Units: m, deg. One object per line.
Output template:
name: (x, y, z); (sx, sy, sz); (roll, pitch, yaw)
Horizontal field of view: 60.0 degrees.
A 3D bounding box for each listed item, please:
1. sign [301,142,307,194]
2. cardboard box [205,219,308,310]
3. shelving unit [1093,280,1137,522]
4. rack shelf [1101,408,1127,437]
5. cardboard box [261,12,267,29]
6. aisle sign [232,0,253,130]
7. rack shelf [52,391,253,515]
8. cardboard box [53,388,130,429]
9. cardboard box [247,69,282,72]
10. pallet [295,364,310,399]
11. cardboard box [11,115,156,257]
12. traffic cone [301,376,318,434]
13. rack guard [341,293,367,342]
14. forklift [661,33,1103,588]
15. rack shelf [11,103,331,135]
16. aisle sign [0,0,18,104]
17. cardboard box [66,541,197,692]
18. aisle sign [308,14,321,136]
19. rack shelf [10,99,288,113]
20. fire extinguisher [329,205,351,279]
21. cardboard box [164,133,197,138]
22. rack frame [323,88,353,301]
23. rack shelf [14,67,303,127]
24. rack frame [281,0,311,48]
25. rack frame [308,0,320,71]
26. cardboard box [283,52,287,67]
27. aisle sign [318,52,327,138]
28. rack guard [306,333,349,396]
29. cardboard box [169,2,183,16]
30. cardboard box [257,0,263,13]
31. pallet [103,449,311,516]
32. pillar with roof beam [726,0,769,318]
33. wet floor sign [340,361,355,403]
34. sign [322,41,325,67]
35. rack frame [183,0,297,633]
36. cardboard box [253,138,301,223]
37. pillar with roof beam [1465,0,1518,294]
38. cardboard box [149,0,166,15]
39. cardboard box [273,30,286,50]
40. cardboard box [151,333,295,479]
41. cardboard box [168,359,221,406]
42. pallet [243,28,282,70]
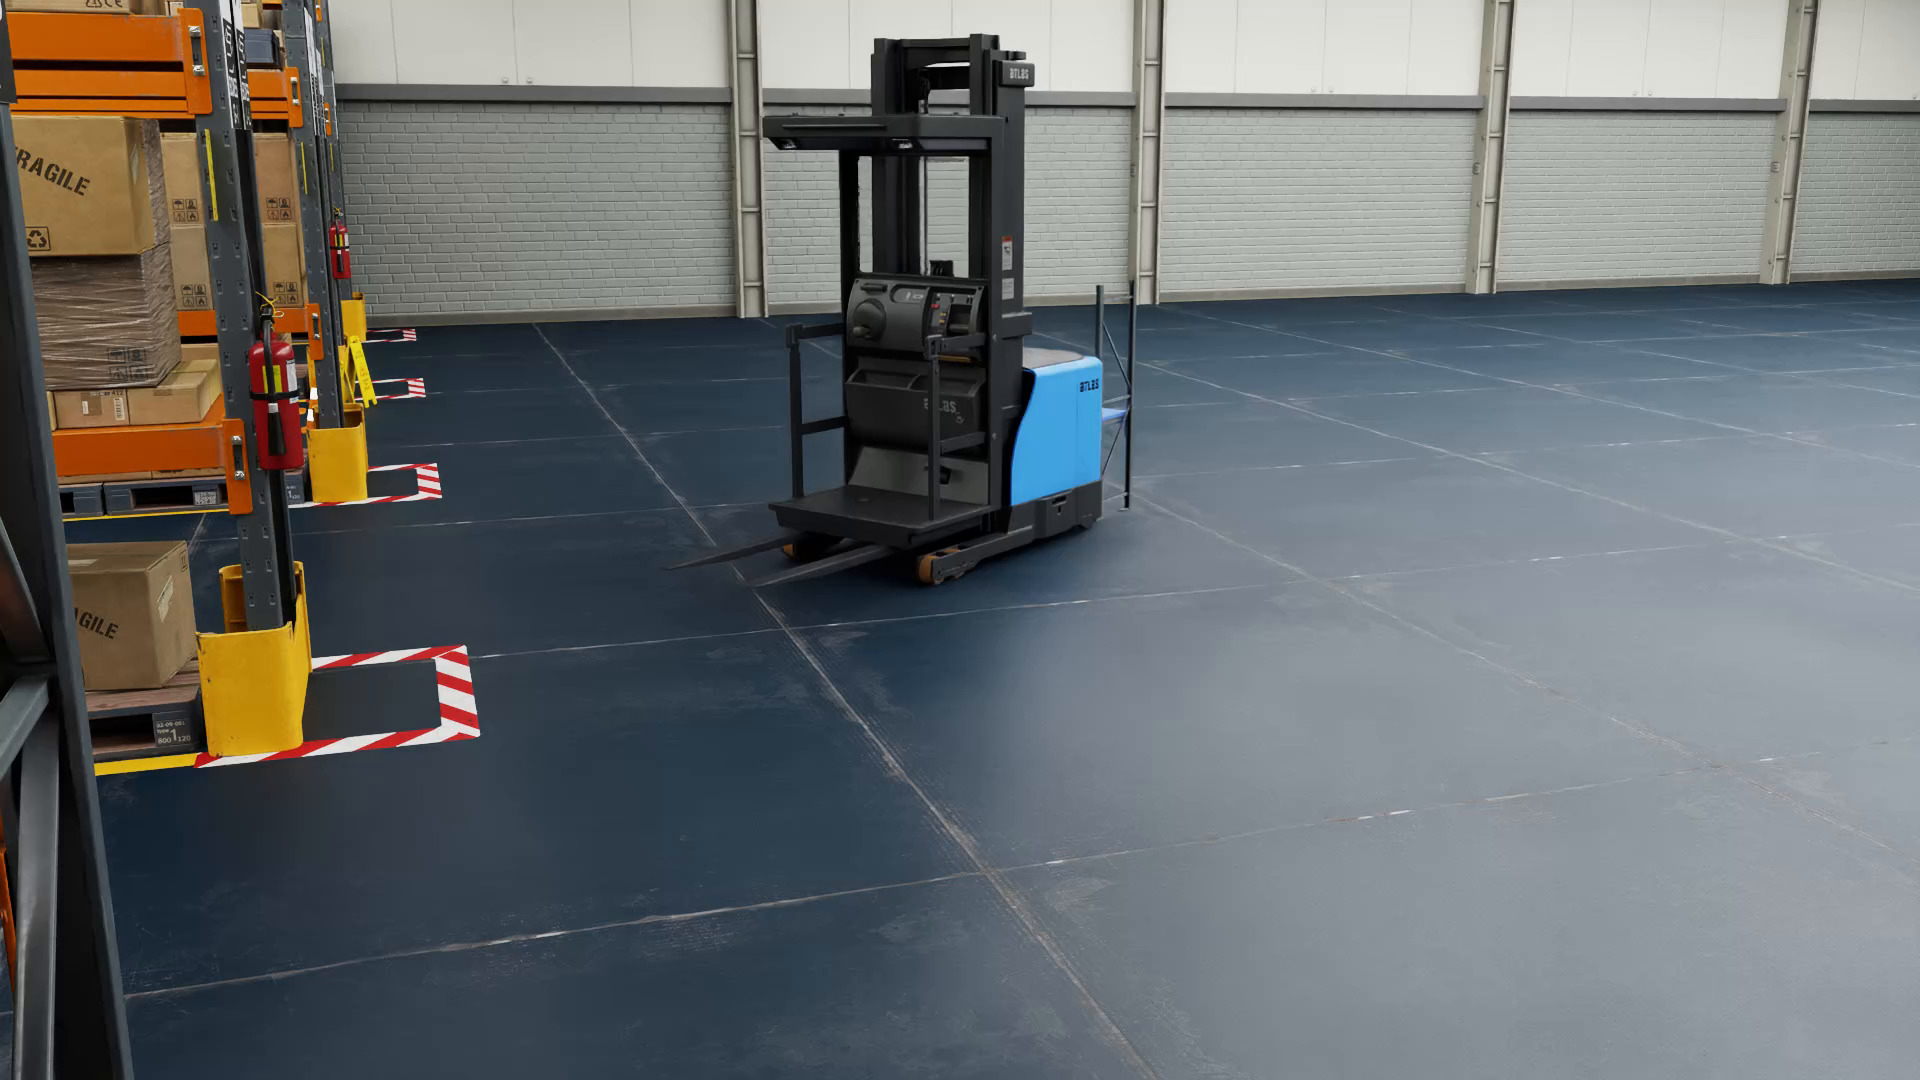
sign: (-4.232, -2.399, 10.733); (0.005, 0.325, 0.100); (-4, 14, -18)
cardboard box: (-4.729, -1.876, 11.225); (0.550, 0.550, 0.875); (-4, 14, -18)
shelving unit: (0.563, -0.958, 10.927); (1.048, 1.500, 0.538); (8, 16, 32)
rack shelf: (0.563, -0.783, 10.969); (1.000, 0.185, 0.538); (8, 16, 32)
cardboard box: (-4.819, -3.476, 11.210); (0.250, 0.149, 0.380); (-4, 14, -18)
aisle sign: (-2.943, -2.080, 6.789); (0.004, 0.787, 0.394); (-4, 14, -18)
rack shelf: (-4.801, -0.248, 6.257); (4.000, 0.370, 1.077); (-4, 14, -18)
cardboard box: (-3.347, -0.539, 6.468); (0.250, 0.149, 0.380); (-4, 14, -18)
cardboard box: (-6.465, -4.353, 15.160); (0.500, 0.250, 0.500); (-5, 14, -19)
pallet: (-6.920, -1.504, 16.011); (1.213, 0.211, 1.003); (-4, 14, -18)
cardboard box: (-3.348, -1.330, 6.234); (0.500, 0.500, 0.500); (-4, 14, -18)
traffic cone: (-5.386, -1.152, 13.984); (0.334, 0.463, 0.336); (-4, 14, -18)
rack guard: (-7.630, -2.793, 20.804); (0.348, 0.500, 1.175); (-4, 14, -18)
forklift: (-0.383, -1.305, 9.297); (1.130, 2.935, 3.031); (10, 16, 35)
rack shelf: (-9.549, -4.969, 19.623); (4.000, 0.370, 1.077); (-4, 14, -18)
aisle sign: (-1.351, -0.993, 2.219); (0.004, 0.787, 0.394); (-4, 14, -18)
cardboard box: (-3.503, 0.309, 6.857); (0.500, 0.500, 0.500); (-2, 14, -8)
aisle sign: (-4.420, -3.176, 11.397); (0.004, 0.787, 0.394); (-4, 14, -18)
rack shelf: (-7.962, -3.881, 15.047); (4.000, 0.370, 1.077); (-4, 14, -18)
fire extinguisher: (-5.811, -2.789, 15.551); (0.183, 0.674, 0.296); (-4, 14, -18)
cardboard box: (-6.963, -3.477, 15.260); (0.500, 0.500, 0.700); (-4, 14, -18)
rack frame: (-7.653, -4.007, 20.507); (0.127, 3.000, 1.000); (-4, 14, -18)
rack shelf: (-6.287, -2.802, 10.515); (4.000, 0.370, 1.077); (-4, 14, -18)
rack frame: (-4.392, -4.759, 10.705); (0.127, 3.000, 1.000); (-4, 14, -18)
rack frame: (-6.066, -5.837, 15.238); (0.127, 3.000, 1.000); (-4, 14, -18)
cardboard box: (-7.995, -5.682, 19.726); (0.500, 0.500, 0.500); (-4, 14, -16)
aisle sign: (-6.107, -4.256, 15.936); (0.004, 0.787, 0.394); (-4, 14, -18)
rack guard: (-6.138, -1.697, 16.197); (0.348, 0.500, 1.175); (-4, 14, -18)
cardboard box: (-4.838, -3.313, 10.528); (0.250, 0.149, 0.380); (-4, 14, -18)
cardboard box: (-4.931, -3.645, 11.062); (0.500, 0.250, 0.500); (-4, 14, -18)
pallet: (-5.125, -0.408, 11.401); (1.213, 0.211, 1.003); (-4, 14, -18)
pillar with roof beam: (-1.541, -6.571, 18.320); (0.400, 9.000, 9.100); (-4, 14, -18)
wet floor sign: (-4.996, -1.132, 13.506); (0.232, 0.644, 0.267); (-7, 15, -28)
sign: (-7.493, -5.739, 19.562); (0.005, 0.325, 0.100); (-4, 14, -18)
rack frame: (-2.906, -0.745, 6.794); (0.127, 3.000, 1.000); (-4, 14, -18)
cardboard box: (-4.756, -2.420, 11.177); (0.550, 0.550, 0.875); (-4, 14, -18)
pillar with roof beam: (9.833, -7.456, 22.044); (0.400, 9.000, 9.100); (-4, 14, -18)
cardboard box: (-3.445, -2.153, 6.553); (0.500, 0.250, 0.500); (-4, 14, -16)
cardboard box: (-6.293, -4.554, 15.144); (0.250, 0.149, 0.380); (-4, 14, -18)
cardboard box: (-5.014, -0.947, 11.325); (0.875, 0.875, 0.875); (-4, 14, -18)
cardboard box: (-3.252, -0.654, 6.955); (0.250, 0.149, 0.380); (-4, 14, -18)
pallet: (-5.092, -3.200, 10.822); (1.213, 0.211, 1.003); (-4, 14, -18)
